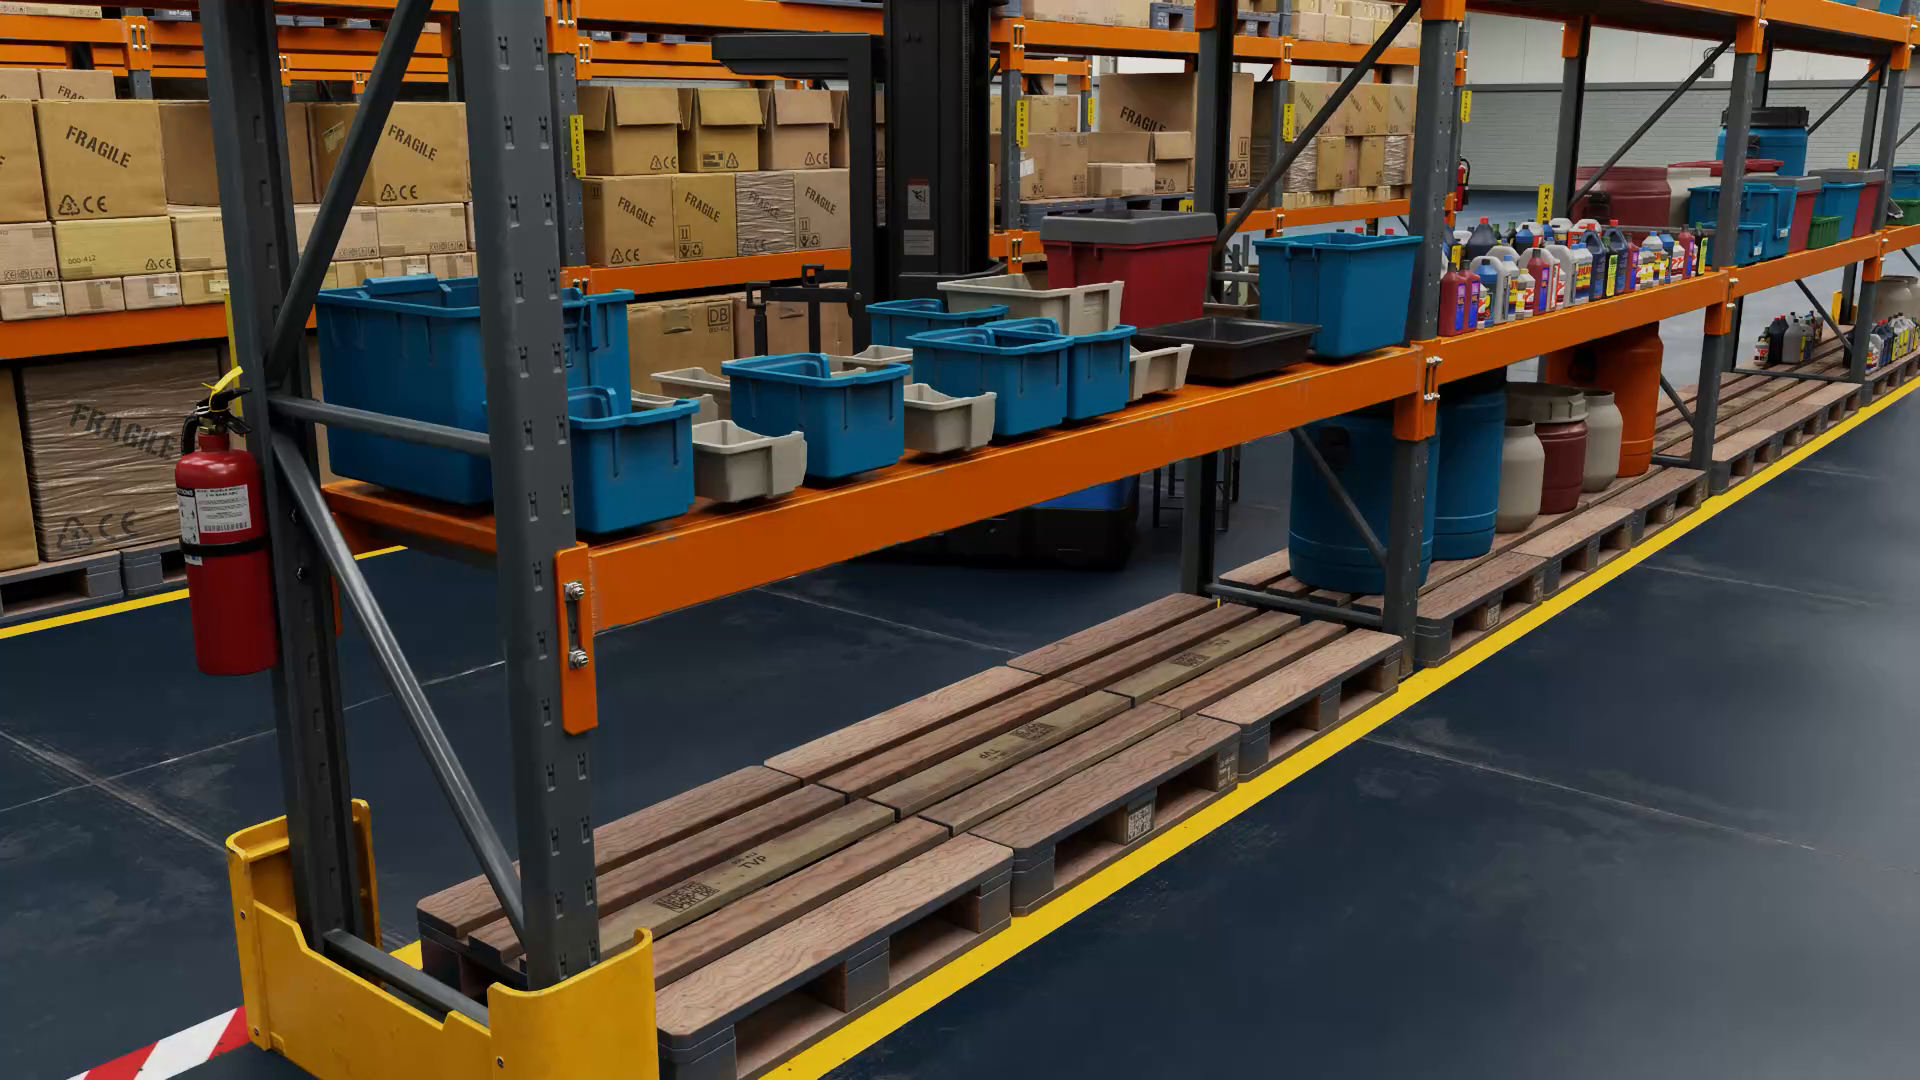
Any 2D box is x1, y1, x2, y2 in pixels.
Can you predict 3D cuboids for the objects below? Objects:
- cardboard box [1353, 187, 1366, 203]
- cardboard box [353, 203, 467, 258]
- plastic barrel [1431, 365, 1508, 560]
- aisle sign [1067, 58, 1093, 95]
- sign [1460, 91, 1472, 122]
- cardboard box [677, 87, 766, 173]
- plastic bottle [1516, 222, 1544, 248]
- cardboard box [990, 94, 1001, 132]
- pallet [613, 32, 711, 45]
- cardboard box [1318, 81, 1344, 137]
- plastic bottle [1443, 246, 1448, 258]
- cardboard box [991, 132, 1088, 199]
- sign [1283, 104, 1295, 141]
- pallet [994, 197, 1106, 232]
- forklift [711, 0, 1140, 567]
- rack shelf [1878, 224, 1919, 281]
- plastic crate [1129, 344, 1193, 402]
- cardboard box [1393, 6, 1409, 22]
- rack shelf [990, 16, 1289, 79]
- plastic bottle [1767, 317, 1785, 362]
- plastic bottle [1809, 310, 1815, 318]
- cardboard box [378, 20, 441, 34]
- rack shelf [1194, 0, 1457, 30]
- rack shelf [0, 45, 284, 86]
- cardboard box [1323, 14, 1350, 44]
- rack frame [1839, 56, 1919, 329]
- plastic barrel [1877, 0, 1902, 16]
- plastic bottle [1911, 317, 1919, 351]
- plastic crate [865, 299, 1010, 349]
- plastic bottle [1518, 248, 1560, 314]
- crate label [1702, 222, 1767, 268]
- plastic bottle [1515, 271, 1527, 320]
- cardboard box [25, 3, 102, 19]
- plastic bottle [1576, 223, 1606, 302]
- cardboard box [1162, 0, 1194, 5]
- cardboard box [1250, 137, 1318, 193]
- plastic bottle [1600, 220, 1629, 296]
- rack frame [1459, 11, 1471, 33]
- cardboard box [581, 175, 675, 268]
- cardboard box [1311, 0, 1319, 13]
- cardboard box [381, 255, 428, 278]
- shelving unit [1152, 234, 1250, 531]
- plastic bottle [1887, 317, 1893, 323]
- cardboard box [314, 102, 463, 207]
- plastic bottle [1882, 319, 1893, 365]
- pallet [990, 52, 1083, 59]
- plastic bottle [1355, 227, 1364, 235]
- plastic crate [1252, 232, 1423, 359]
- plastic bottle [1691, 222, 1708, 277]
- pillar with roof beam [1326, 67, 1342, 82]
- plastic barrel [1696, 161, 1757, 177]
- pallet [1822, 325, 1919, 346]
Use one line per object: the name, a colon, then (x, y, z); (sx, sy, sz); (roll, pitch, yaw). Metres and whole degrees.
cardboard box: (3.831, -3.450, 16.622); (0.380, 0.149, 0.250); (11, 18, 38)
cardboard box: (-2.896, -1.603, 8.540); (0.500, 0.250, 0.500); (12, 19, 39)
plastic barrel: (2.154, -0.413, 7.566); (0.600, 0.901, 0.708); (11, 18, 38)
aisle sign: (1.527, -6.068, 21.137); (0.394, 0.787, 0.004); (11, 18, 38)
sign: (5.462, -4.679, 17.954); (0.100, 0.325, 0.005); (11, 18, 38)
cardboard box: (-1.664, -2.544, 10.304); (0.797, 0.503, 0.637); (12, 18, 38)
plastic bottle: (3.053, -1.574, 8.978); (0.152, 0.276, 0.135); (11, 18, 38)
cardboard box: (0.022, -5.044, 19.890); (0.875, 0.550, 0.500); (11, 18, 38)
pallet: (-2.715, -5.017, 16.572); (1.003, 0.211, 1.213); (12, 19, 40)
cardboard box: (3.323, -4.108, 15.864); (0.500, 0.500, 0.500); (11, 18, 38)
plastic bottle: (2.235, -1.274, 7.805); (0.097, 0.271, 0.097); (0, 14, 0)
cardboard box: (0.596, -3.006, 13.307); (0.500, 0.500, 0.700); (-13, 19, -41)
sign: (2.963, -3.764, 14.996); (0.100, 0.325, 0.005); (11, 18, 38)
pallet: (0.380, -2.582, 13.084); (1.213, 0.211, 1.003); (11, 18, 38)
forklift: (-0.614, -1.448, 8.370); (3.031, 2.935, 1.130); (3, 14, 10)
rack shelf: (7.639, -2.556, 14.053); (1.077, 0.370, 4.000); (11, 18, 38)
plastic crate: (0.493, -0.511, 4.955); (0.293, 0.136, 0.466); (11, 18, 38)
cardboard box: (4.288, -5.279, 16.713); (0.380, 0.149, 0.250); (10, 17, 35)
rack shelf: (1.272, -4.010, 13.685); (1.077, 0.370, 4.000); (11, 18, 38)
plastic bottle: (6.562, -1.619, 13.390); (0.144, 0.351, 0.185); (11, 18, 36)
plastic bottle: (7.357, -1.845, 14.416); (0.061, 0.283, 0.133); (12, 18, 38)
cardboard box: (-4.562, -4.470, 13.830); (0.500, 0.500, 0.500); (11, 18, 38)
rack shelf: (0.096, -1.712, 4.637); (1.077, 0.370, 4.000); (11, 18, 38)
rack shelf: (-8.950, -4.778, 16.707); (1.077, 0.370, 4.000); (11, 18, 38)
cardboard box: (3.340, -4.818, 15.708); (0.500, 0.250, 0.500); (11, 18, 37)
rack frame: (8.896, -3.288, 15.472); (1.000, 3.000, 0.127); (11, 18, 38)
plastic barrel: (6.231, -4.087, 11.510); (0.600, 0.901, 0.708); (11, 18, 38)
plastic bottle: (8.023, -1.740, 14.002); (0.061, 0.283, 0.133); (12, 18, 39)
plastic crate: (-0.069, -0.604, 5.128); (0.416, 0.233, 0.300); (11, 18, 38)
plastic bottle: (2.523, -1.136, 7.256); (0.152, 0.276, 0.135); (11, 18, 38)
crate label: (4.424, -1.697, 9.551); (0.303, 0.233, 0.416); (11, 18, 38)
plastic bottle: (2.326, -1.030, 6.987); (0.097, 0.201, 0.097); (0, 14, 0)
cardboard box: (-6.392, -3.788, 11.655); (0.500, 0.250, 0.500); (12, 18, 39)
plastic bottle: (2.894, -1.284, 7.686); (0.144, 0.351, 0.185); (11, 18, 38)
cardboard box: (1.565, -4.740, 14.035); (0.797, 0.503, 0.637); (12, 19, 40)
cardboard box: (2.860, -3.557, 15.726); (0.875, 0.500, 0.500); (11, 18, 38)
plastic bottle: (3.094, -1.345, 7.926); (0.144, 0.351, 0.185); (11, 18, 38)
rack frame: (5.043, -6.962, 17.750); (1.000, 3.000, 0.127); (11, 18, 38)
cardboard box: (-2.015, -1.854, 9.625); (0.500, 0.500, 0.500); (11, 18, 38)
cardboard box: (3.087, -4.938, 15.373); (0.380, 0.149, 0.250); (10, 17, 35)
cardboard box: (-2.921, -1.377, 8.463); (0.380, 0.149, 0.250); (12, 18, 39)
shelving unit: (1.311, -0.875, 9.021); (0.431, 1.500, 0.755); (3, 15, 13)
plastic bottle: (7.819, -1.737, 13.992); (0.061, 0.283, 0.133); (11, 18, 38)
cardboard box: (-2.898, -1.966, 8.448); (0.500, 0.500, 0.500); (11, 18, 38)
plastic bottle: (7.330, -1.577, 13.227); (0.144, 0.351, 0.185); (10, 18, 35)
pallet: (0.791, -6.108, 20.663); (1.003, 0.211, 1.213); (11, 18, 38)
plastic bottle: (1.793, -1.228, 7.463); (0.144, 0.351, 0.185); (11, 18, 38)
plastic crate: (1.325, -0.869, 5.861); (0.392, 0.384, 0.575); (11, 18, 38)
plastic bottle: (3.945, -1.555, 8.891); (0.061, 0.283, 0.133); (11, 18, 38)
pillar with roof beam: (14.537, -14.348, 46.826); (9.100, 9.000, 0.400); (11, 18, 38)
plastic barrel: (5.148, -2.298, 11.299); (0.433, 0.535, 0.433); (0, 14, 0)
pallet: (8.370, -1.759, 15.120); (1.003, 0.211, 1.213); (11, 18, 38)
